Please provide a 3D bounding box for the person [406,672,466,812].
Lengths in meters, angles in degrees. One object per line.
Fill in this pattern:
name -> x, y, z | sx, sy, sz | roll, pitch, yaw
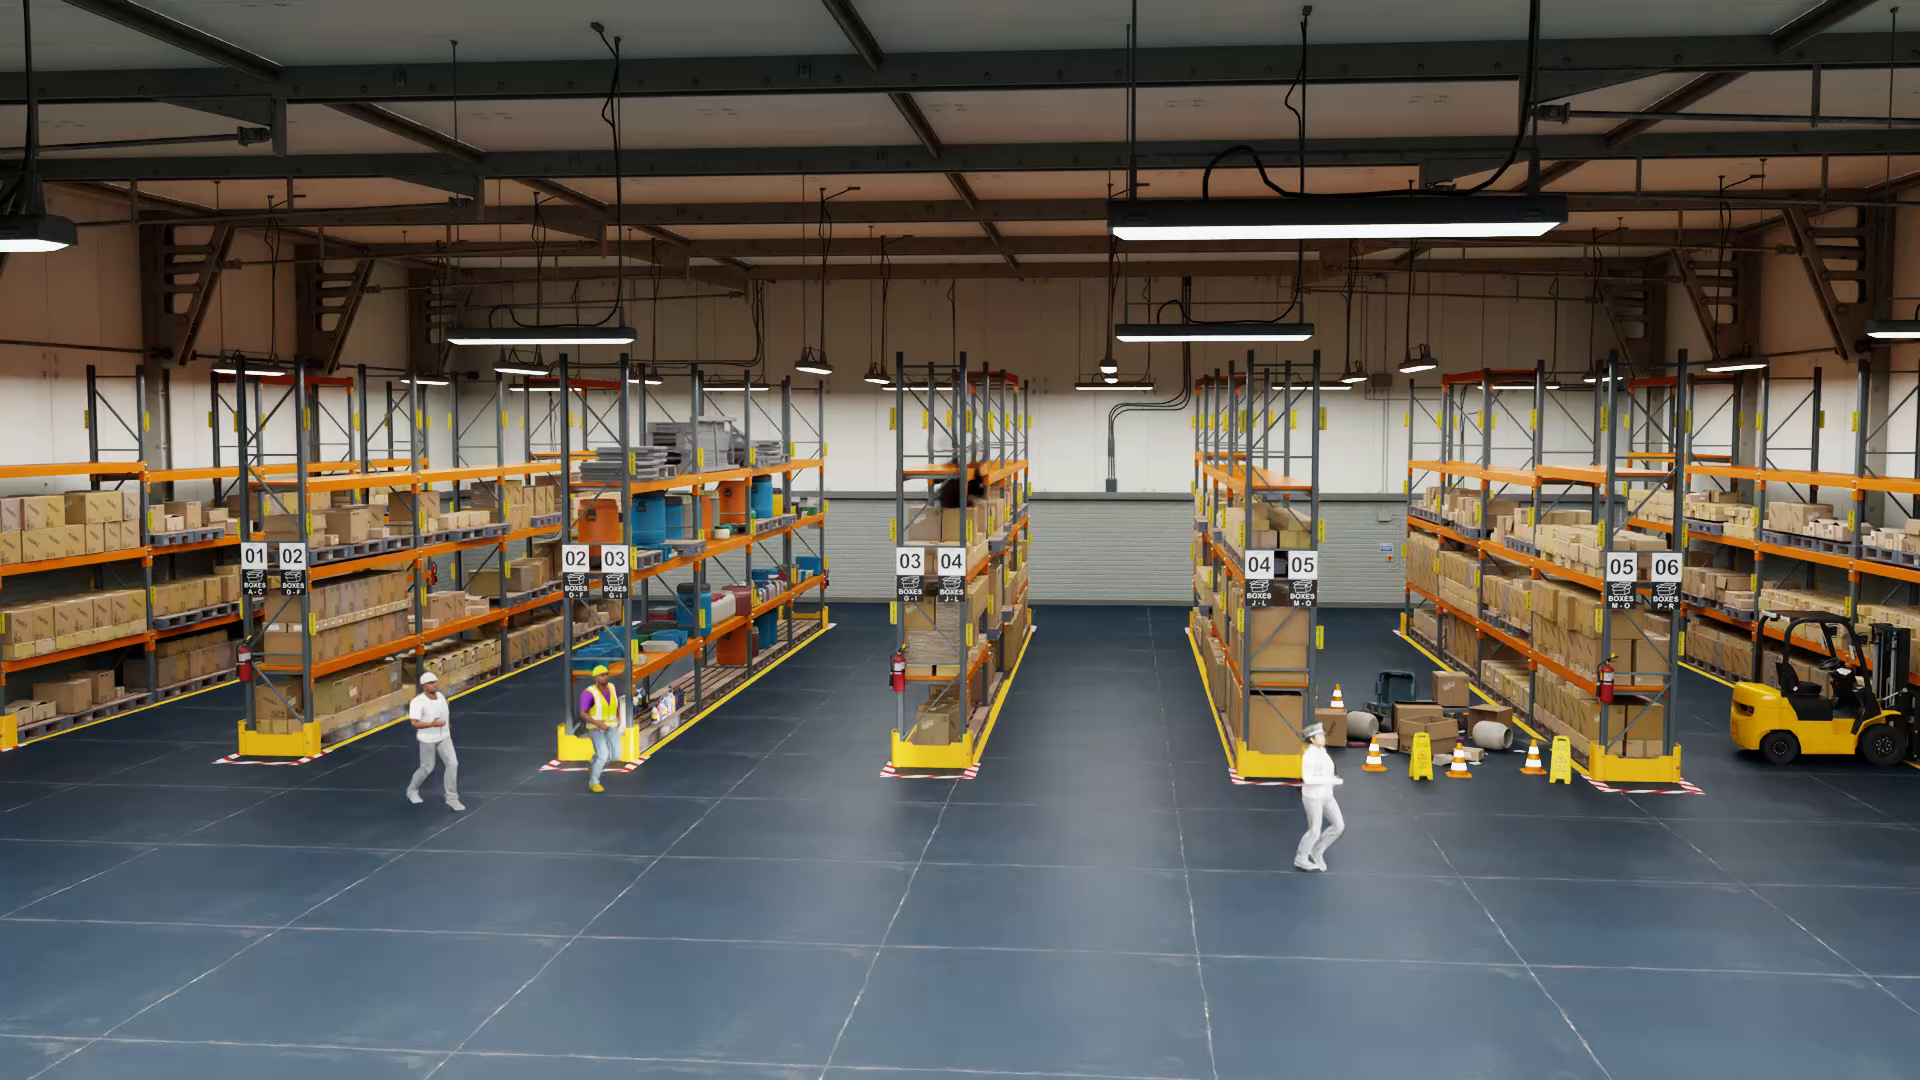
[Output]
person -> -6.797, 2.596, 21.517 | 0.896, 1.785, 0.704 | 3, 5, 34

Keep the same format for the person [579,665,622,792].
person -> -4.827, 2.544, 22.537 | 0.647, 1.719, 0.739 | 4, 5, 41

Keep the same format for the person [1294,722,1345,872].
person -> 4.008, 2.855, 18.413 | 0.614, 1.690, 0.596 | 4, 5, 41
